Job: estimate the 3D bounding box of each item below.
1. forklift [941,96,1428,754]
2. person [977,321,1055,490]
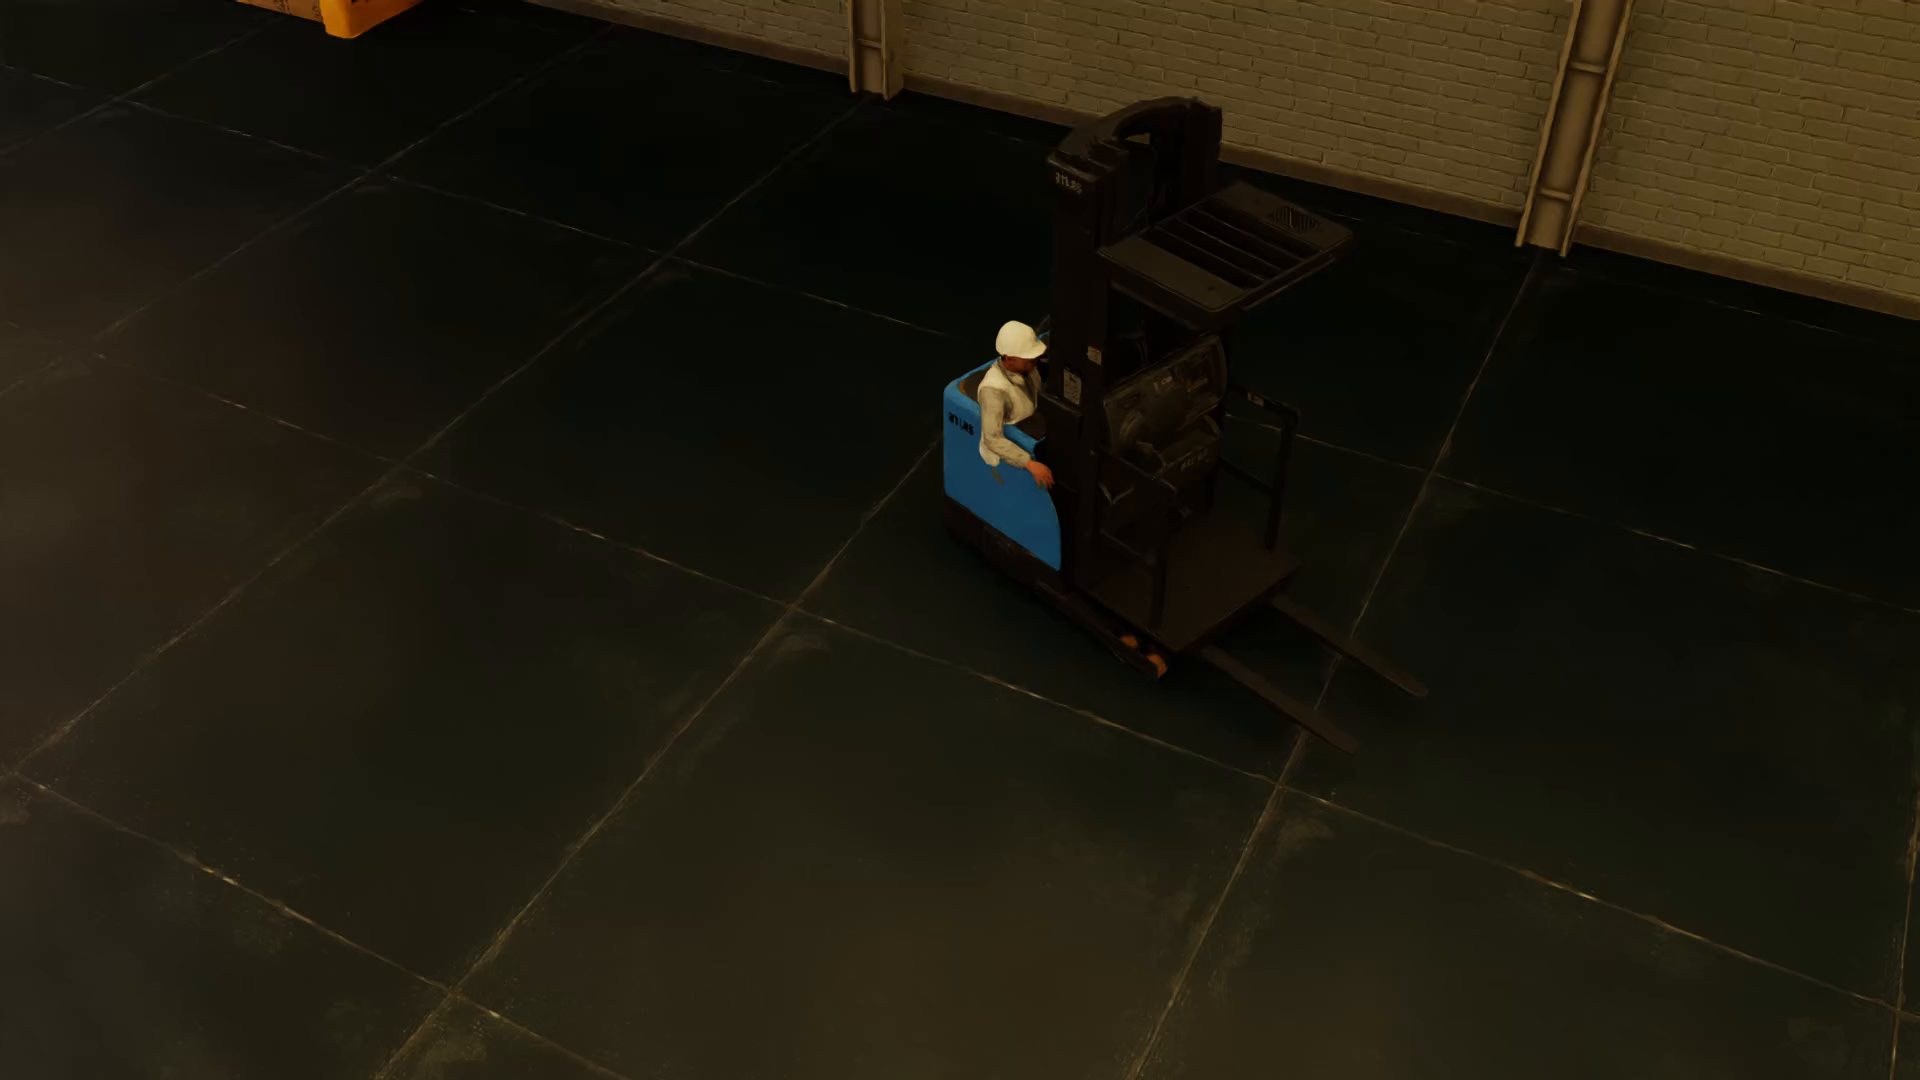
[{"bbox_3d":[1.253,-0.709,8.829,1.130,2.935,3.031,-31,49,-31],"label":"forklift"},{"bbox_3d":[0.444,-0.524,9.640,0.674,1.690,0.881,20,44,22],"label":"person"}]
